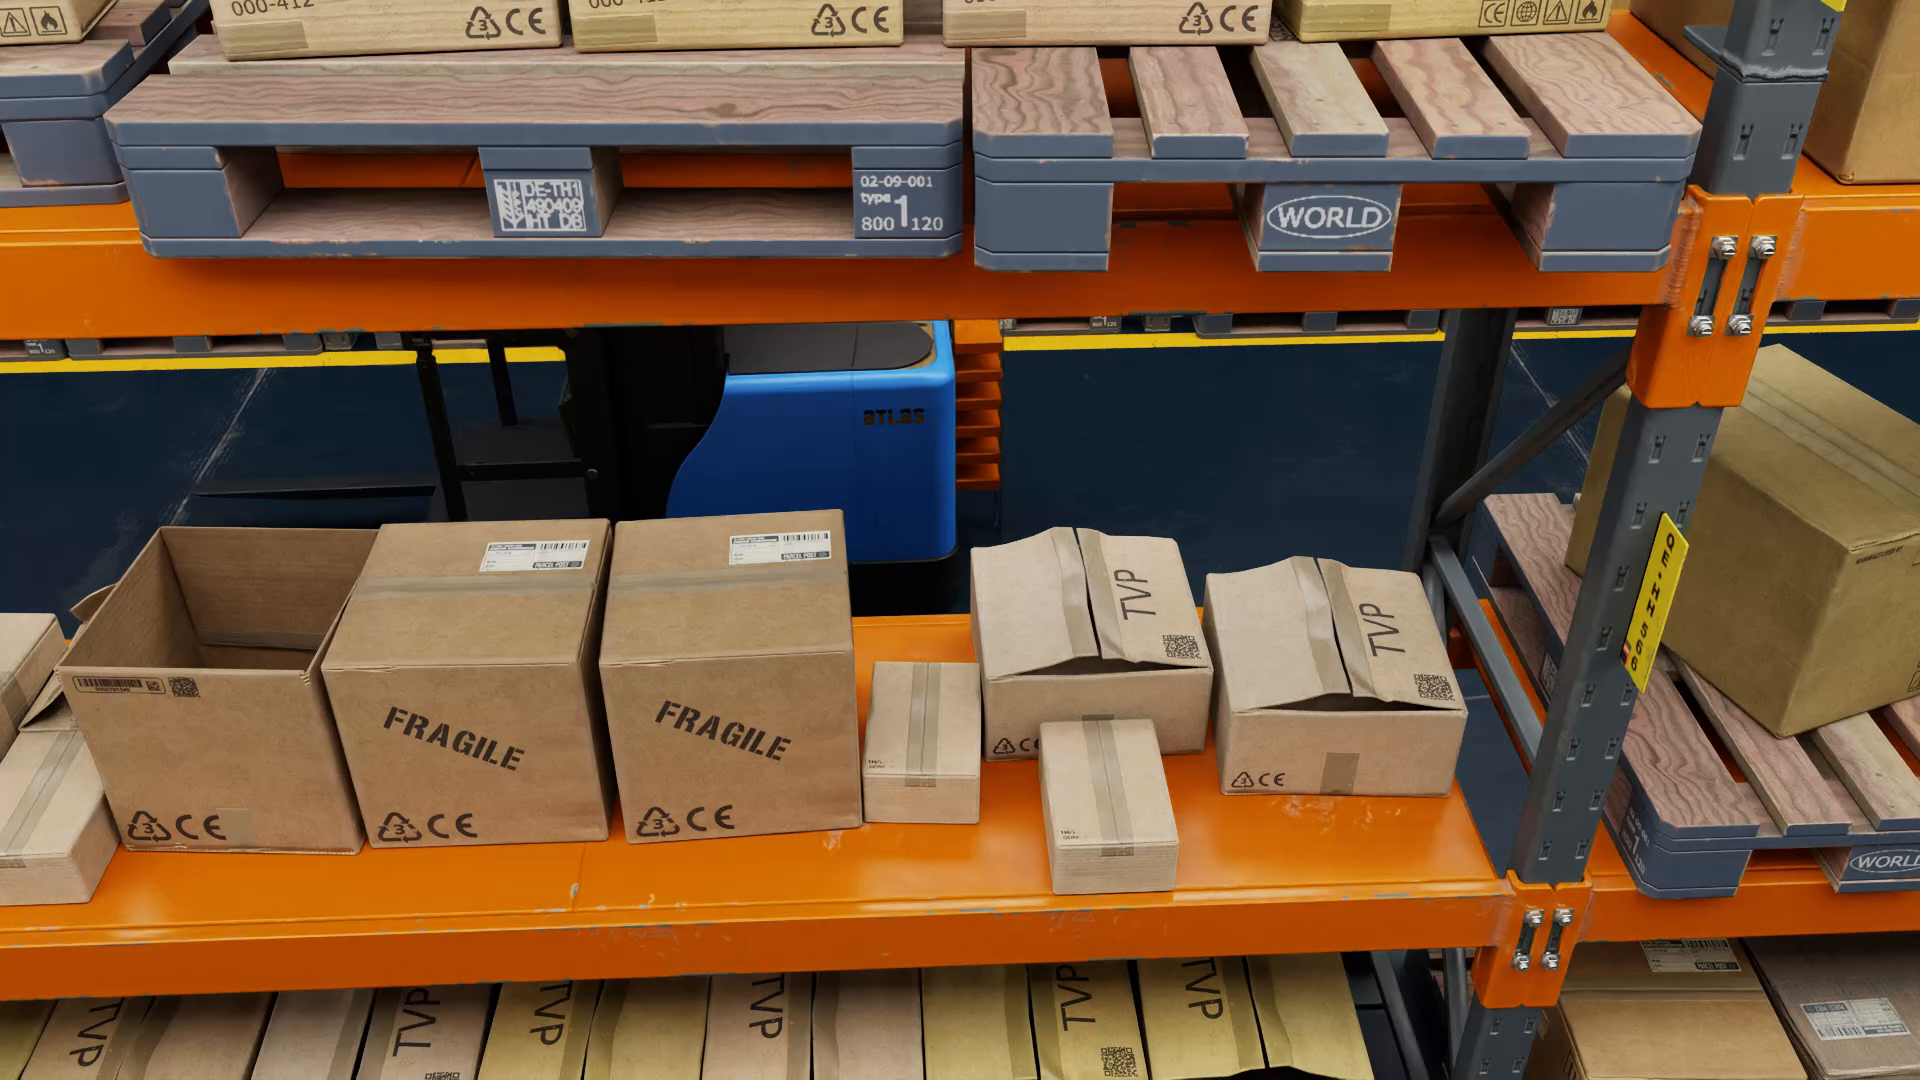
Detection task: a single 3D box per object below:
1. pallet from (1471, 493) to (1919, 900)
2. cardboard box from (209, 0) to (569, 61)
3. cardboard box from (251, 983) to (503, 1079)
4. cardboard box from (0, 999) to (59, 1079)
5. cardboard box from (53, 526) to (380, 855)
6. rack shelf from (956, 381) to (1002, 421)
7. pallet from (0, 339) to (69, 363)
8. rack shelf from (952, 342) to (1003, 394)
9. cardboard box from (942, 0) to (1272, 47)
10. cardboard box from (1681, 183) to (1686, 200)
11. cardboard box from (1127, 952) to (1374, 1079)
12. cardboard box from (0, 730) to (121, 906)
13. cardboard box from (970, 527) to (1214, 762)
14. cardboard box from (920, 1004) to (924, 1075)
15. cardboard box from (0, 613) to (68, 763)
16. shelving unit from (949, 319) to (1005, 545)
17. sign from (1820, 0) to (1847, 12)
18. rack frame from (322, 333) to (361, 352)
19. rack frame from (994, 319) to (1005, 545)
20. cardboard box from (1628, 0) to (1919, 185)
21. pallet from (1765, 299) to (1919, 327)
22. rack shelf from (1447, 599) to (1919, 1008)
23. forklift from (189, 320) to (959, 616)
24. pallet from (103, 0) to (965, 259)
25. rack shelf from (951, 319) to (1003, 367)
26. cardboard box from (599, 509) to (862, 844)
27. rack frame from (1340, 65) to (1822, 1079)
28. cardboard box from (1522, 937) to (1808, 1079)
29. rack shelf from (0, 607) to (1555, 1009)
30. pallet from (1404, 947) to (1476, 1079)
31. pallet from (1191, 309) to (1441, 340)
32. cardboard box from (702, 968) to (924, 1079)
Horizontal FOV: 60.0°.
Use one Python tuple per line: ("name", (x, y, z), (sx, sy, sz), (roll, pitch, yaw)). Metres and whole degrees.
("pallet", (1.866, 0.296, 3.856), (1.003, 0.211, 1.213), (-2, 35, -2))
("cardboard box", (-0.890, -0.978, 2.655), (0.500, 0.250, 0.500), (-4, 35, -6))
("cardboard box", (-1.361, 1.215, 3.912), (0.500, 0.311, 0.500), (-3, 35, -4))
("cardboard box", (-2.378, 1.241, 3.876), (0.500, 0.311, 0.500), (-1, 35, -2))
("cardboard box", (-1.509, 0.316, 3.570), (0.500, 0.500, 0.500), (1, 35, 1))
("rack shelf", (0.060, -0.558, 6.369), (0.180, 0.103, 0.258), (-2, 35, -3))
("pallet", (-4.932, -1.214, 8.318), (1.213, 0.211, 1.003), (-2, 35, -2))
("rack shelf", (0.060, -0.657, 6.301), (0.180, 0.103, 0.258), (-2, 35, -3))
("cardboard box", (0.219, -1.001, 2.687), (0.500, 0.250, 0.500), (-1, 35, -1))
("cardboard box", (3.419, -1.820, 8.264), (0.750, 0.750, 0.750), (-1, 35, -1))
("cardboard box", (0.681, 1.156, 3.998), (0.500, 0.311, 0.500), (-1, 35, -1))
("cardboard box", (-1.908, 0.578, 3.499), (0.250, 0.149, 0.380), (-2, 35, -2))
("cardboard box", (0.290, 0.226, 3.866), (0.500, 0.311, 0.500), (-2, 35, -3))
("cardboard box", (-0.339, 1.413, 4.119), (0.500, 0.250, 0.500), (-1, 35, -1))
("cardboard box", (-2.313, 0.406, 3.659), (0.500, 0.250, 0.500), (1, 35, 1))
("shelving unit", (0.060, -0.496, 6.412), (0.189, 1.200, 0.258), (-2, 35, -3))
("sign", (1.211, -0.888, 2.237), (0.005, 0.325, 0.100), (-2, 35, -2))
("rack frame", (-3.041, -2.433, 7.630), (0.127, 3.000, 1.000), (-2, 35, -2))
("rack frame", (0.152, -0.500, 6.418), (0.006, 1.200, 0.240), (-2, 35, -3))
("cardboard box", (1.627, -1.031, 2.879), (0.500, 0.500, 0.910), (-2, 35, -2))
("pallet", (4.183, -1.438, 8.643), (1.213, 0.211, 1.003), (-2, 35, -2))
("rack shelf", (3.190, 0.517, 3.999), (4.000, 0.370, 1.077), (-2, 35, -2))
("forklift", (-1.544, -1.114, 5.785), (3.031, 2.935, 1.130), (-2, 35, -3))
("pallet", (-0.598, -0.780, 2.771), (1.213, 0.211, 1.003), (0, 35, 0))
("rack shelf", (0.060, -0.756, 6.233), (0.180, 0.103, 0.258), (-2, 35, -3))
("cardboard box", (-0.483, 0.288, 3.610), (0.500, 0.500, 0.500), (-3, 35, -5))
("rack frame", (1.193, 0.275, 3.717), (0.127, 3.000, 1.000), (-2, 35, -2))
("cardboard box", (1.661, 1.272, 4.086), (0.500, 0.500, 0.500), (0, 35, 0))
("rack shelf", (-0.805, 0.625, 3.844), (4.000, 0.370, 1.077), (-2, 35, -2))
("pallet", (1.940, 1.423, 4.508), (1.213, 0.211, 1.003), (-2, 35, -2))
("pallet", (1.745, -1.373, 8.548), (1.213, 0.211, 1.003), (-2, 35, -2))
("cardboard box", (-0.342, 1.186, 3.955), (0.500, 0.311, 0.500), (-2, 35, -3))
